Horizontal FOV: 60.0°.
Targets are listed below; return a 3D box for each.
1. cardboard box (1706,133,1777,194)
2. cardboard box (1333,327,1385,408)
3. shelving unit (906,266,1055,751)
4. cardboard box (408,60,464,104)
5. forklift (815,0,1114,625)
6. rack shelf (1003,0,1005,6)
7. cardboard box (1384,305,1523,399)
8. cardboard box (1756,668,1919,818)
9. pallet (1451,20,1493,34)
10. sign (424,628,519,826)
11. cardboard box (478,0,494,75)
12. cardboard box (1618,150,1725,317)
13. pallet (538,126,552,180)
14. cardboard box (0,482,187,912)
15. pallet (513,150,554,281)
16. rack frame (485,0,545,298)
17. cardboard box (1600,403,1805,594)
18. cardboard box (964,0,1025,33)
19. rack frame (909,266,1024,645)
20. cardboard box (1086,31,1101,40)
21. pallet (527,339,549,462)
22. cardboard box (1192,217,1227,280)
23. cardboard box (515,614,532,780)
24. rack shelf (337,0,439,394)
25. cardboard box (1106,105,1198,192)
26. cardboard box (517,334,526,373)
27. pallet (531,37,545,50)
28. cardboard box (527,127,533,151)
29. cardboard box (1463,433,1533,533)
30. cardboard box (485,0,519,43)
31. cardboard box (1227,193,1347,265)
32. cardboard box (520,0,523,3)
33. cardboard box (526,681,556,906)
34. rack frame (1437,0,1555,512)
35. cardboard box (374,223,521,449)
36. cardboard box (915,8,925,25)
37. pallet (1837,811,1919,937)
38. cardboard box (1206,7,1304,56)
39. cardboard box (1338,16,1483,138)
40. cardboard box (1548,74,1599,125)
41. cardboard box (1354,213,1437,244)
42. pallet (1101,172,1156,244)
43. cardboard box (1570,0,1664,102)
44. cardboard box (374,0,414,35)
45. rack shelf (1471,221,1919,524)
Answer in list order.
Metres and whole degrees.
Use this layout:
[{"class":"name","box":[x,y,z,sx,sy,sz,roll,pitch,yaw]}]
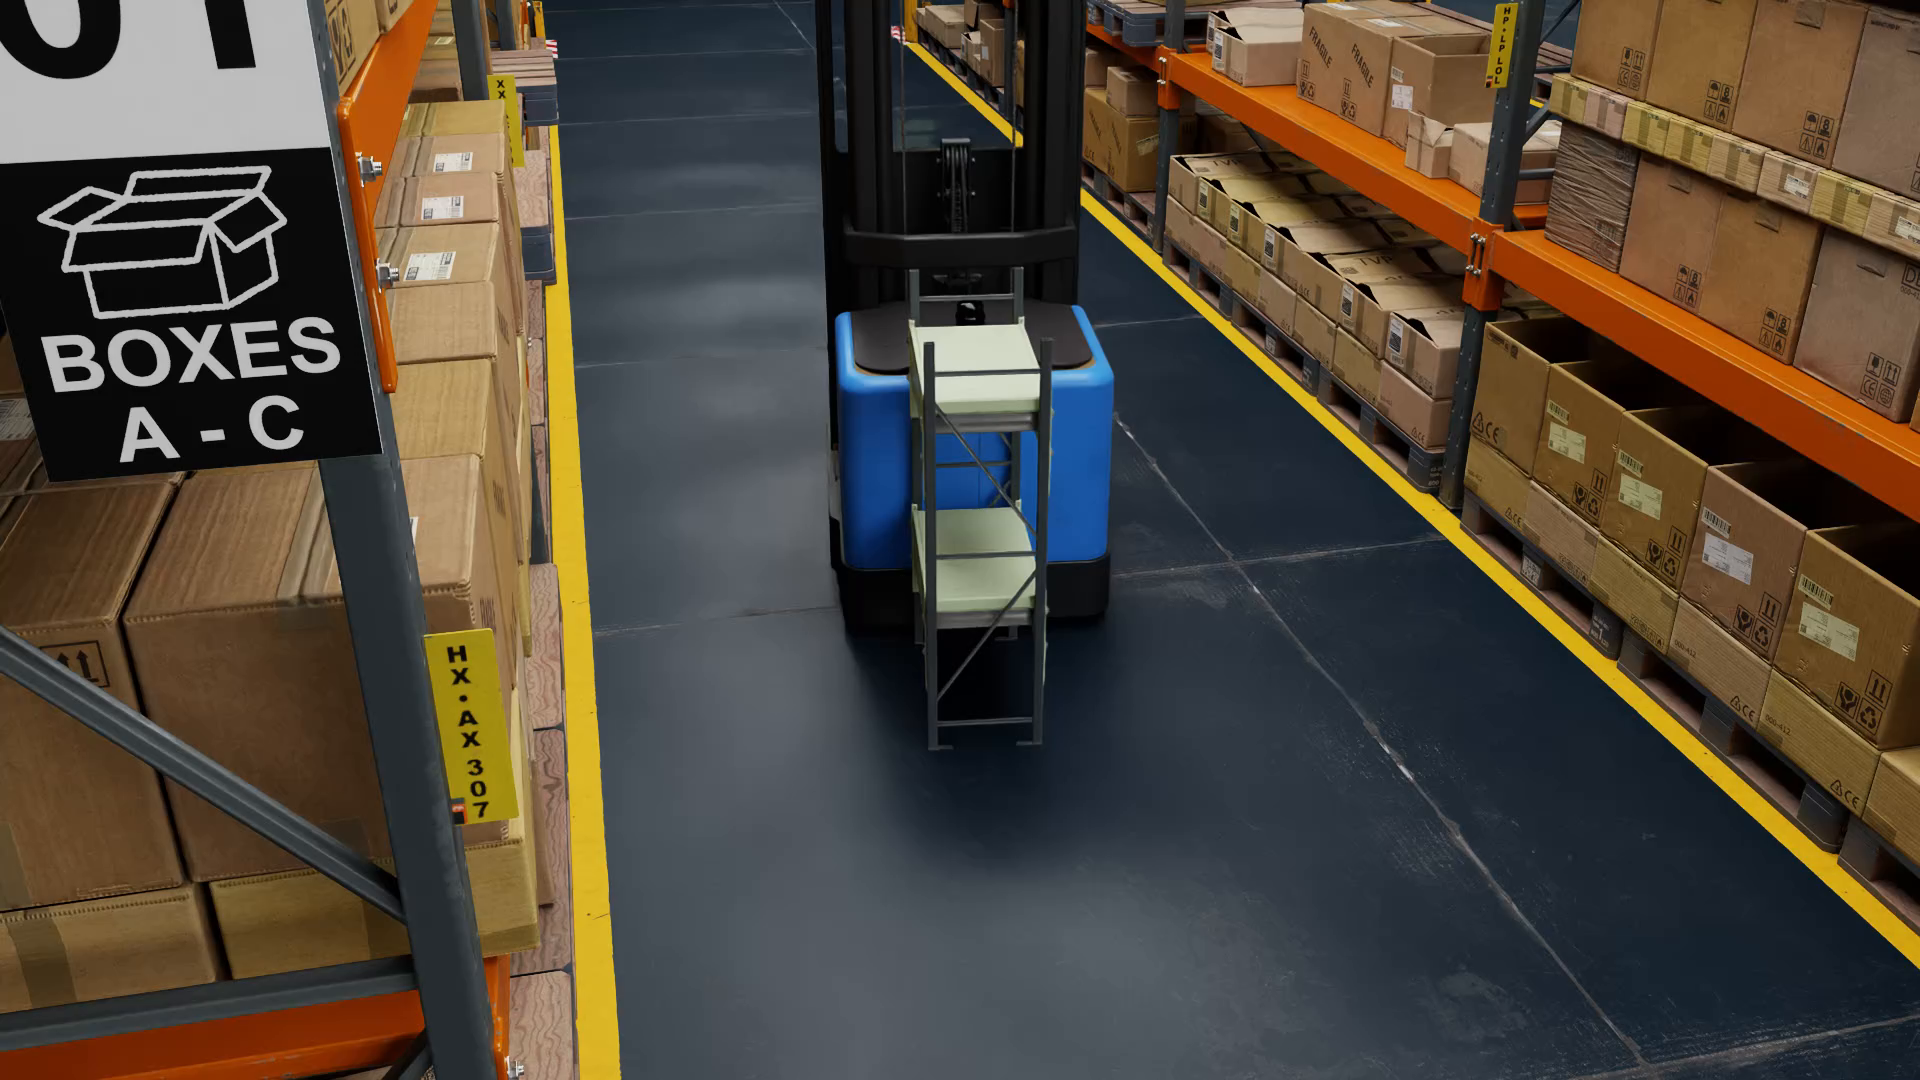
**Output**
[{"class":"cardboard box","box":[2.788,-1.292,5.650,0.380,0.149,0.250,-7,28,-13]},{"class":"cardboard box","box":[2.197,-0.878,8.247,0.500,0.250,0.500,-6,27,-12]},{"class":"shelving unit","box":[0.055,-0.110,5.804,0.431,1.500,0.755,-2,27,-4]},{"class":"cardboard box","box":[-2.222,-1.507,6.307,0.700,0.500,0.500,-6,27,-11]},{"class":"forklift","box":[-0.059,-1.610,7.186,1.130,2.935,3.031,-2,27,-4]},{"class":"rack shelf","box":[0.431,-5.612,15.839,1.077,0.370,4.000,-6,27,-12]},{"class":"cardboard box","box":[2.314,-0.903,7.672,0.500,0.311,0.500,-6,27,-12]},{"class":"cardboard box","box":[2.939,0.609,5.299,0.500,0.250,0.500,-6,27,-12]},{"class":"pallet","box":[5.227,-5.168,17.254,1.003,0.211,1.213,-6,27,-12]},{"class":"sign","box":[-0.711,0.275,2.415,0.100,0.325,0.005,-6,27,-12]},{"class":"cardboard box","box":[-2.774,-2.588,8.449,0.700,0.500,0.500,-9,28,-16]},{"class":"cardboard box","box":[2.916,-1.163,6.115,0.700,0.500,0.500,-6,27,-12]},{"class":"pallet","box":[-3.696,-2.975,12.910,1.003,0.211,1.213,-6,27,-12]},{"class":"cardboard box","box":[-1.552,0.255,2.728,0.500,0.500,0.500,-6,27,-12]},{"class":"pallet","box":[-2.171,-1.304,6.717,1.003,0.211,1.213,-6,27,-12]},{"class":"rack frame","box":[-3.042,-2.795,9.458,1.000,3.000,0.127,-6,27,-12]},{"class":"cardboard box","box":[2.710,-0.164,5.999,0.500,0.500,0.500,-6,27,-12]},{"class":"cardboard box","box":[0.454,-4.962,16.034,0.797,0.503,0.637,-6,27,-12]},{"class":"rack frame","box":[0.023,-0.275,6.130,0.400,1.500,0.023,-2,27,-4]},{"class":"cardboard box","box":[0.979,-3.795,12.893,0.500,0.250,0.500,-6,27,-11]},{"class":"pallet","box":[-2.596,-0.672,8.348,1.003,0.211,1.213,-6,27,-12]},{"class":"cardboard box","box":[1.729,-1.779,10.032,0.500,0.250,0.500,-7,28,-13]},{"class":"cardboard box","box":[-1.171,0.302,3.467,0.500,0.250,0.500,-7,28,-13]},{"class":"rack shelf","box":[-1.690,-1.179,3.726,1.077,0.370,4.000,-6,27,-12]},{"class":"cardboard box","box":[1.344,-2.767,11.689,0.500,0.500,0.500,-5,27,-10]},{"class":"cardboard box","box":[-1.634,-0.584,5.223,0.500,0.250,0.500,-6,27,-11]},{"class":"pallet","box":[-4.588,-4.719,16.365,1.003,0.211,1.213,-6,27,-12]},{"class":"cardboard box","box":[-3.080,-2.359,10.514,0.750,0.750,0.750,-6,27,-12]},{"class":"cardboard box","box":[2.494,-0.269,7.040,0.500,0.250,0.500,-6,27,-12]},{"class":"cardboard box","box":[-2.902,-3.220,9.838,0.500,0.500,0.500,-5,27,-10]},{"class":"cardboard box","box":[1.855,-1.796,9.443,0.500,0.311,0.500,-7,28,-13]},{"class":"cardboard box","box":[-3.380,-3.991,12.085,0.380,0.149,0.250,-6,27,-12]},{"class":"cardboard box","box":[-1.552,0.746,4.728,0.700,0.500,0.500,-8,28,-15]},{"class":"rack frame","box":[2.685,-1.544,6.979,1.000,3.000,0.127,-6,27,-12]},{"class":"cardboard box","box":[-1.394,-0.471,4.165,0.500,0.500,0.500,-5,27,-10]},{"class":"cardboard box","box":[-0.260,-5.517,17.526,0.380,0.149,0.250,-6,27,-12]},{"class":"pallet","box":[3.373,1.126,4.785,1.003,0.211,1.213,-6,27,-12]},{"class":"cardboard box","box":[1.823,-3.096,10.153,0.500,0.311,0.500,-4,27,-8]},{"class":"cardboard box","box":[2.296,-2.378,8.522,0.500,0.500,0.500,-6,27,-12]},{"class":"cardboard box","box":[2.557,-1.740,6.538,0.380,0.149,0.250,-6,27,-12]},{"class":"cardboard box","box":[2.487,-1.635,9.124,0.500,0.311,0.500,-5,27,-10]},{"class":"pallet","box":[1.652,-2.386,11.744,1.003,0.211,1.213,-6,27,-12]},{"class":"cardboard box","box":[2.791,-1.973,6.280,0.700,0.500,0.500,-6,27,-11]},{"class":"cardboard box","box":[-1.157,-1.087,2.613,0.500,0.500,0.500,-4,27,-8]},{"class":"rack shelf","box":[3.136,-0.344,5.402,1.077,0.370,4.000,-6,27,-12]}]
